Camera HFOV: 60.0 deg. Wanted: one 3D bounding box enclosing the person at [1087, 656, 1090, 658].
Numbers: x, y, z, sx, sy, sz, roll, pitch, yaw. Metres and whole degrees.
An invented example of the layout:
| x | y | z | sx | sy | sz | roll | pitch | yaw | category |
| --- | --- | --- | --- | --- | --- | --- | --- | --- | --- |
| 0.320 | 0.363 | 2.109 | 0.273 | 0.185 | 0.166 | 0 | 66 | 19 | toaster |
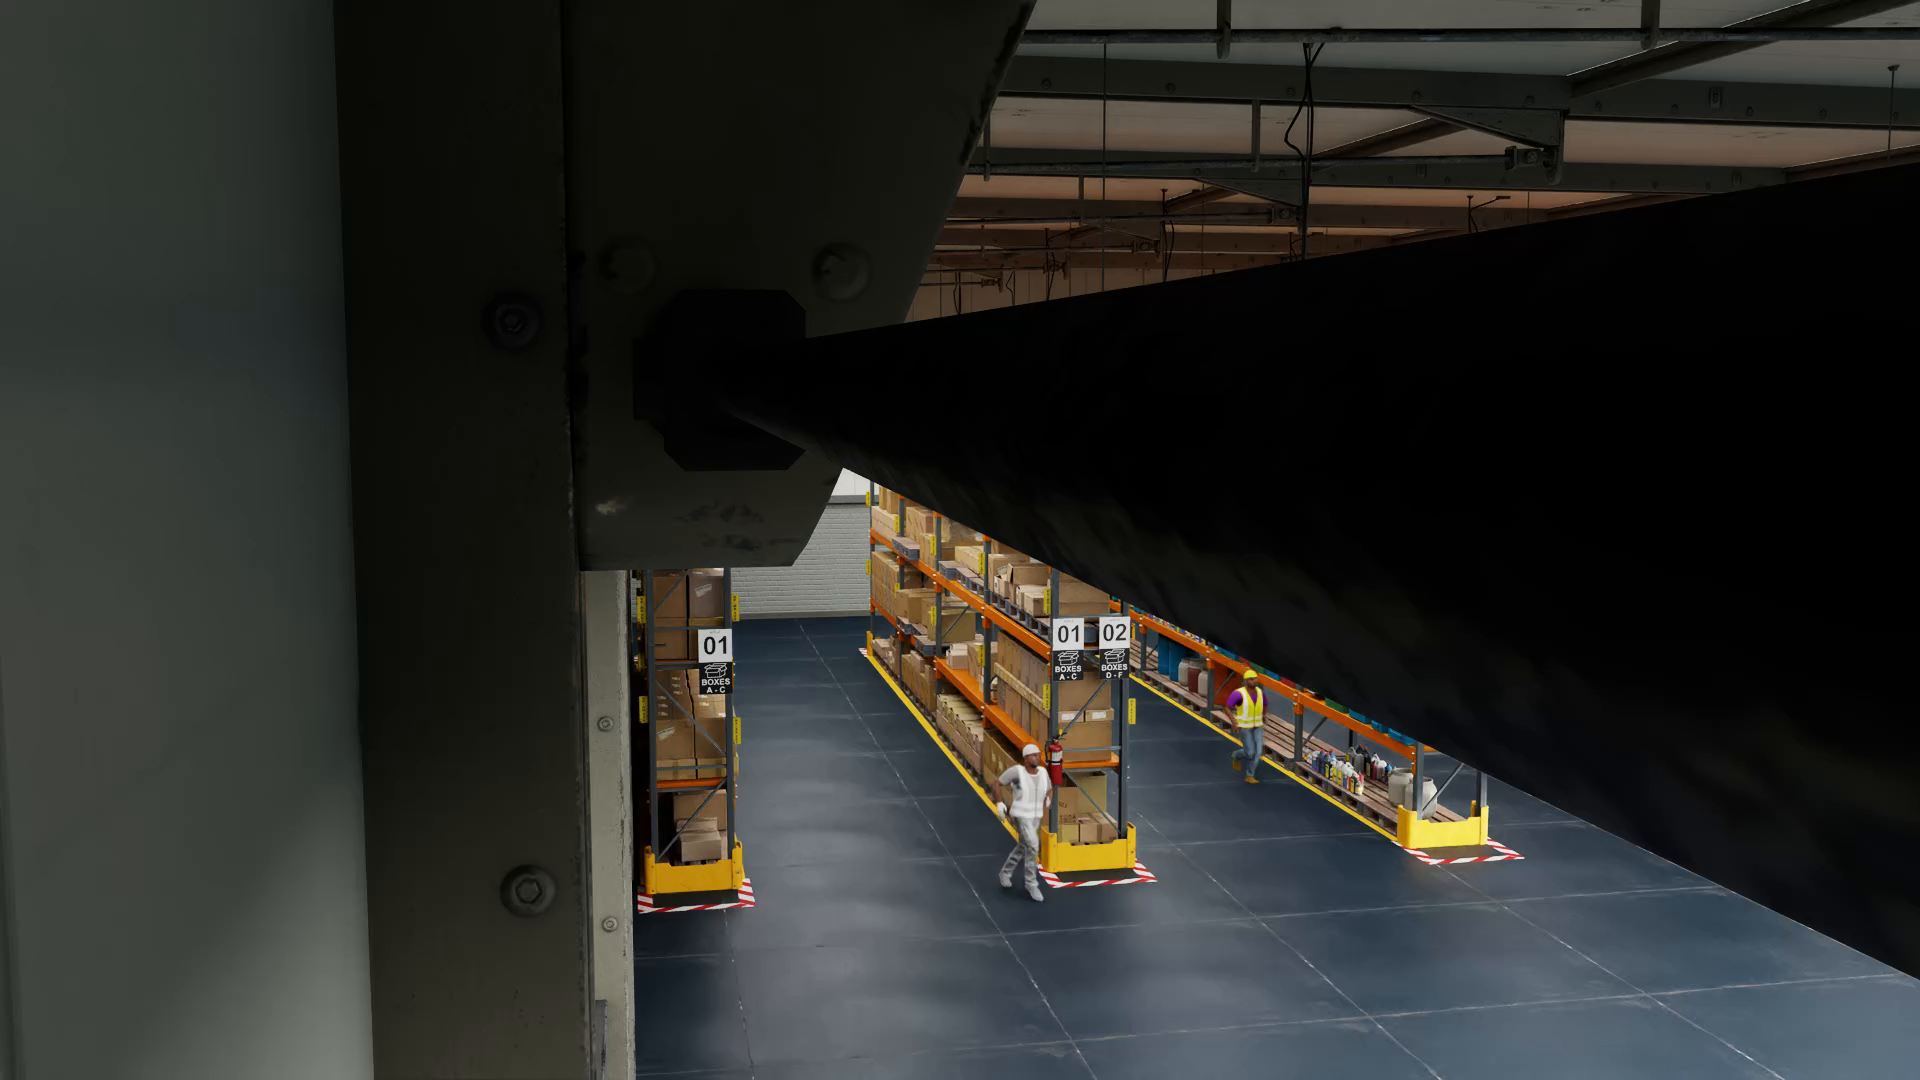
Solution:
| x | y | z | sx | sy | sz | roll | pitch | yaw | category |
| --- | --- | --- | --- | --- | --- | --- | --- | --- | --- |
| 2.200 | 2.288 | 31.006 | 0.580 | 1.623 | 0.597 | -3 | 7 | -29 | person |

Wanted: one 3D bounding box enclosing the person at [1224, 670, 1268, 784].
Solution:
| x | y | z | sx | sy | sz | roll | pitch | yaw | category |
| --- | --- | --- | --- | --- | --- | --- | --- | --- | --- |
| 4.400 | 2.832 | 25.349 | 0.718 | 1.724 | 0.618 | -2 | 6 | -21 | person |

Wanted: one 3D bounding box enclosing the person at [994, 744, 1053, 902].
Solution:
| x | y | z | sx | sy | sz | roll | pitch | yaw | category |
| --- | --- | --- | --- | --- | --- | --- | --- | --- | --- |
| 0.844 | 3.352 | 20.031 | 0.696 | 1.780 | 0.841 | -5 | 8 | -40 | person |
